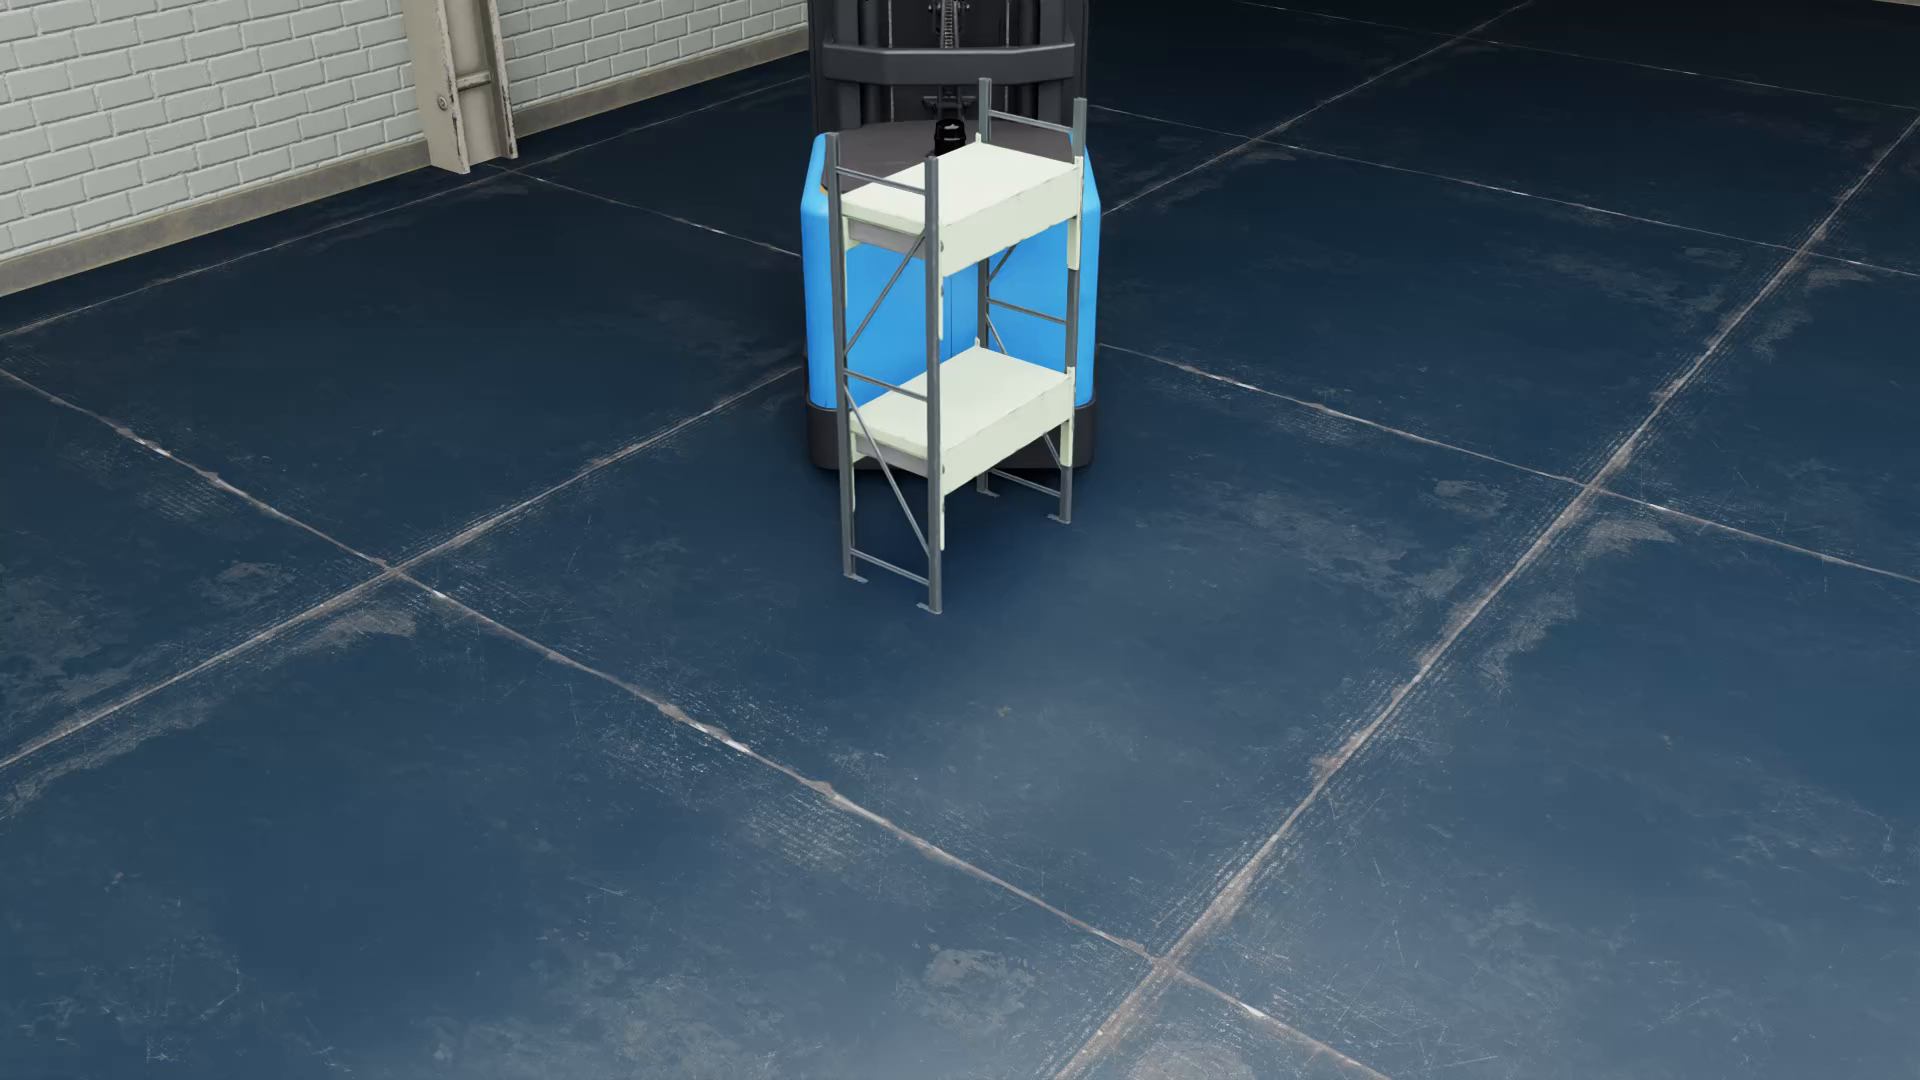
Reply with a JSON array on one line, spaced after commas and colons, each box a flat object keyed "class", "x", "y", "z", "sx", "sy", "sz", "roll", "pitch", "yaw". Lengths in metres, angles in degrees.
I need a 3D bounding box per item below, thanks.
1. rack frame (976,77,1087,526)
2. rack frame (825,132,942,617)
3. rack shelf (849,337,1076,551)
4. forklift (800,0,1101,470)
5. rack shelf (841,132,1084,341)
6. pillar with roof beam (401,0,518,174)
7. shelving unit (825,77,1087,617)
[{"class": "rack frame", "x": 0.224, "y": -0.761, "z": 5.564, "sx": 0.400, "sy": 1.500, "sz": 0.023, "roll": 22, "pitch": 37, "yaw": 32}, {"class": "rack frame", "x": -0.224, "y": -0.466, "z": 5.066, "sx": 0.400, "sy": 1.500, "sz": 0.023, "roll": 22, "pitch": 37, "yaw": 32}, {"class": "rack shelf", "x": 0.000, "y": -0.333, "z": 5.481, "sx": 0.431, "sy": 0.370, "sz": 0.720, "roll": 22, "pitch": 37, "yaw": 32}, {"class": "forklift", "x": -0.049, "y": -2.228, "z": 6.634, "sx": 1.130, "sy": 2.935, "sz": 3.031, "roll": 0, "pitch": 31, "yaw": -1}, {"class": "rack shelf", "x": 0.000, "y": -0.950, "z": 5.116, "sx": 0.431, "sy": 0.370, "sz": 0.720, "roll": 22, "pitch": 37, "yaw": 32}, {"class": "pillar with roof beam", "x": 0.695, "y": -4.684, "z": 4.828, "sx": 9.100, "sy": 9.000, "sz": 0.400, "roll": 21, "pitch": 37, "yaw": 31}, {"class": "shelving unit", "x": 0.000, "y": -0.614, "z": 5.315, "sx": 0.431, "sy": 1.500, "sz": 0.755, "roll": 22, "pitch": 37, "yaw": 32}]
